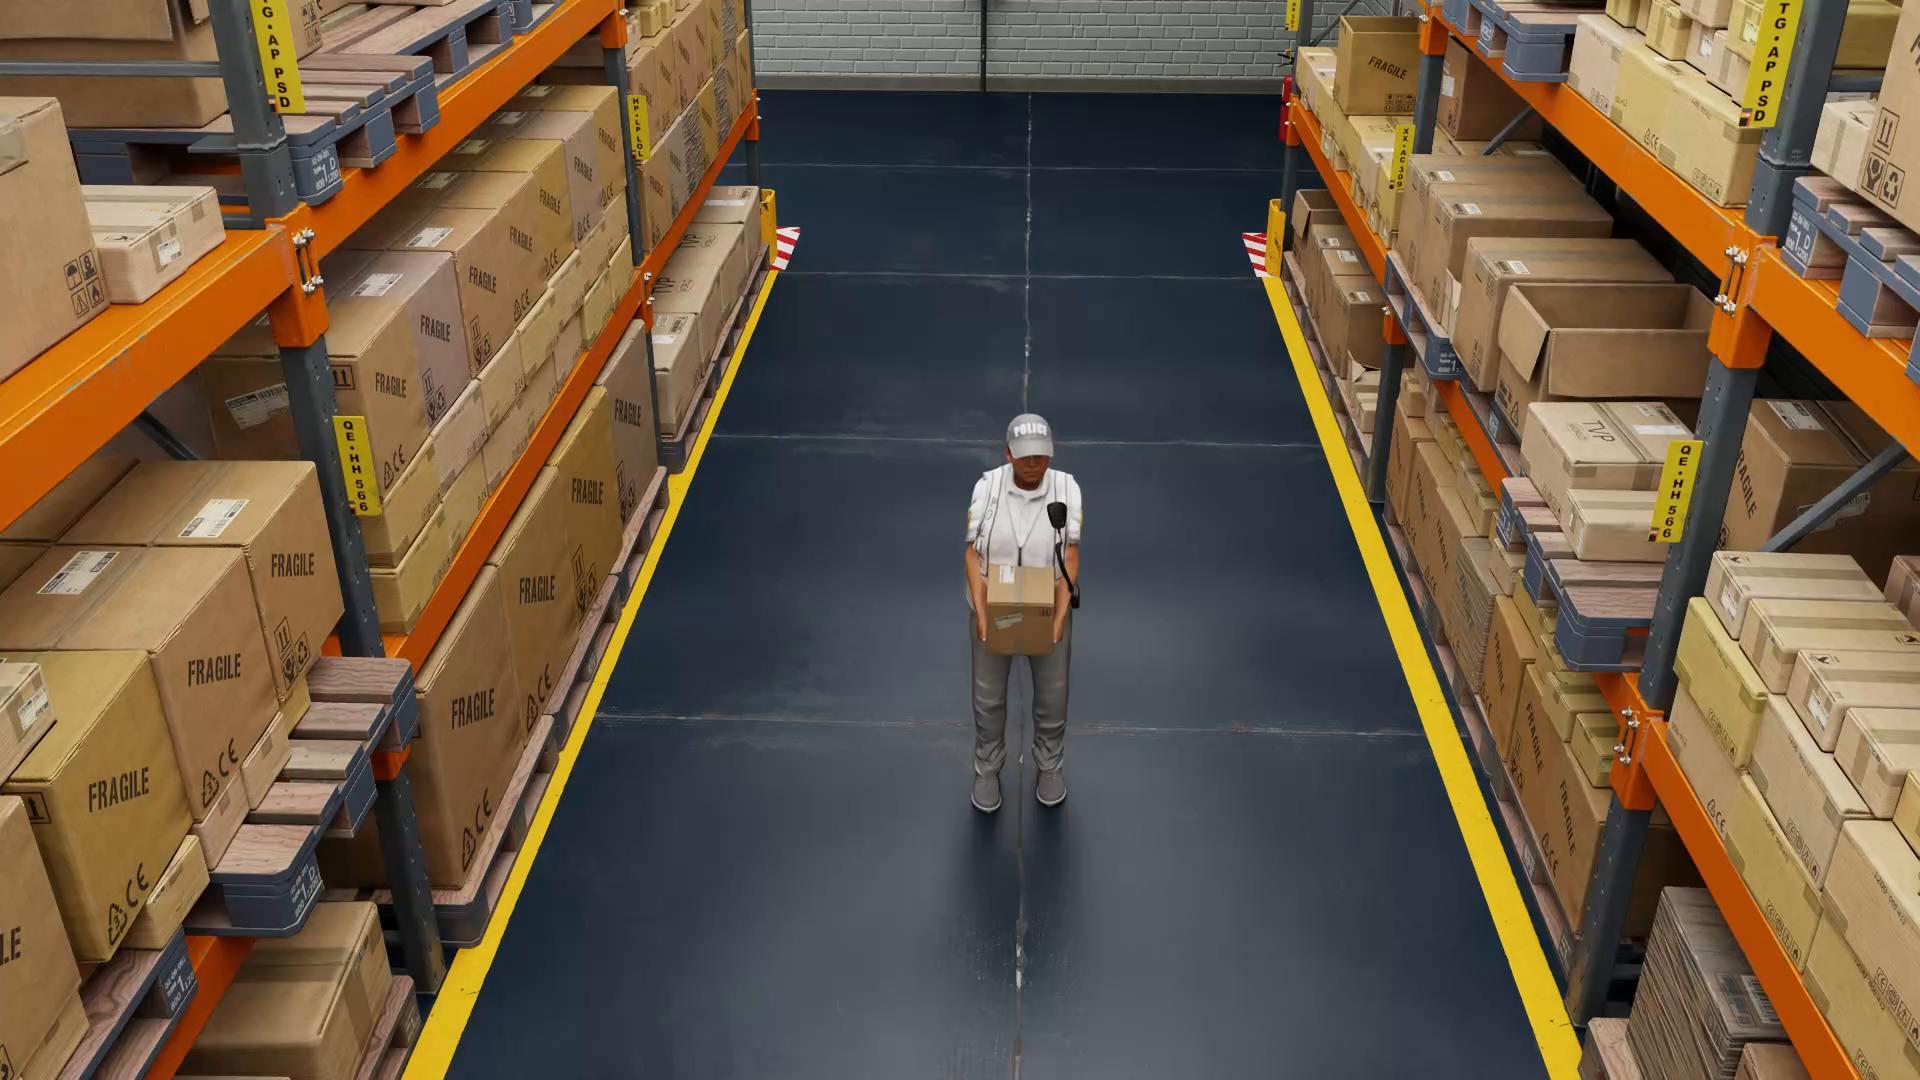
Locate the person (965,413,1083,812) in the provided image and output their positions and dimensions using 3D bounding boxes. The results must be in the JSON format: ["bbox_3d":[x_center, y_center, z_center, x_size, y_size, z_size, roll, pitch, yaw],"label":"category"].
[{"bbox_3d":[0.245,0.316,6.539,0.454,1.659,0.542,1,28,3],"label":"person"}]
